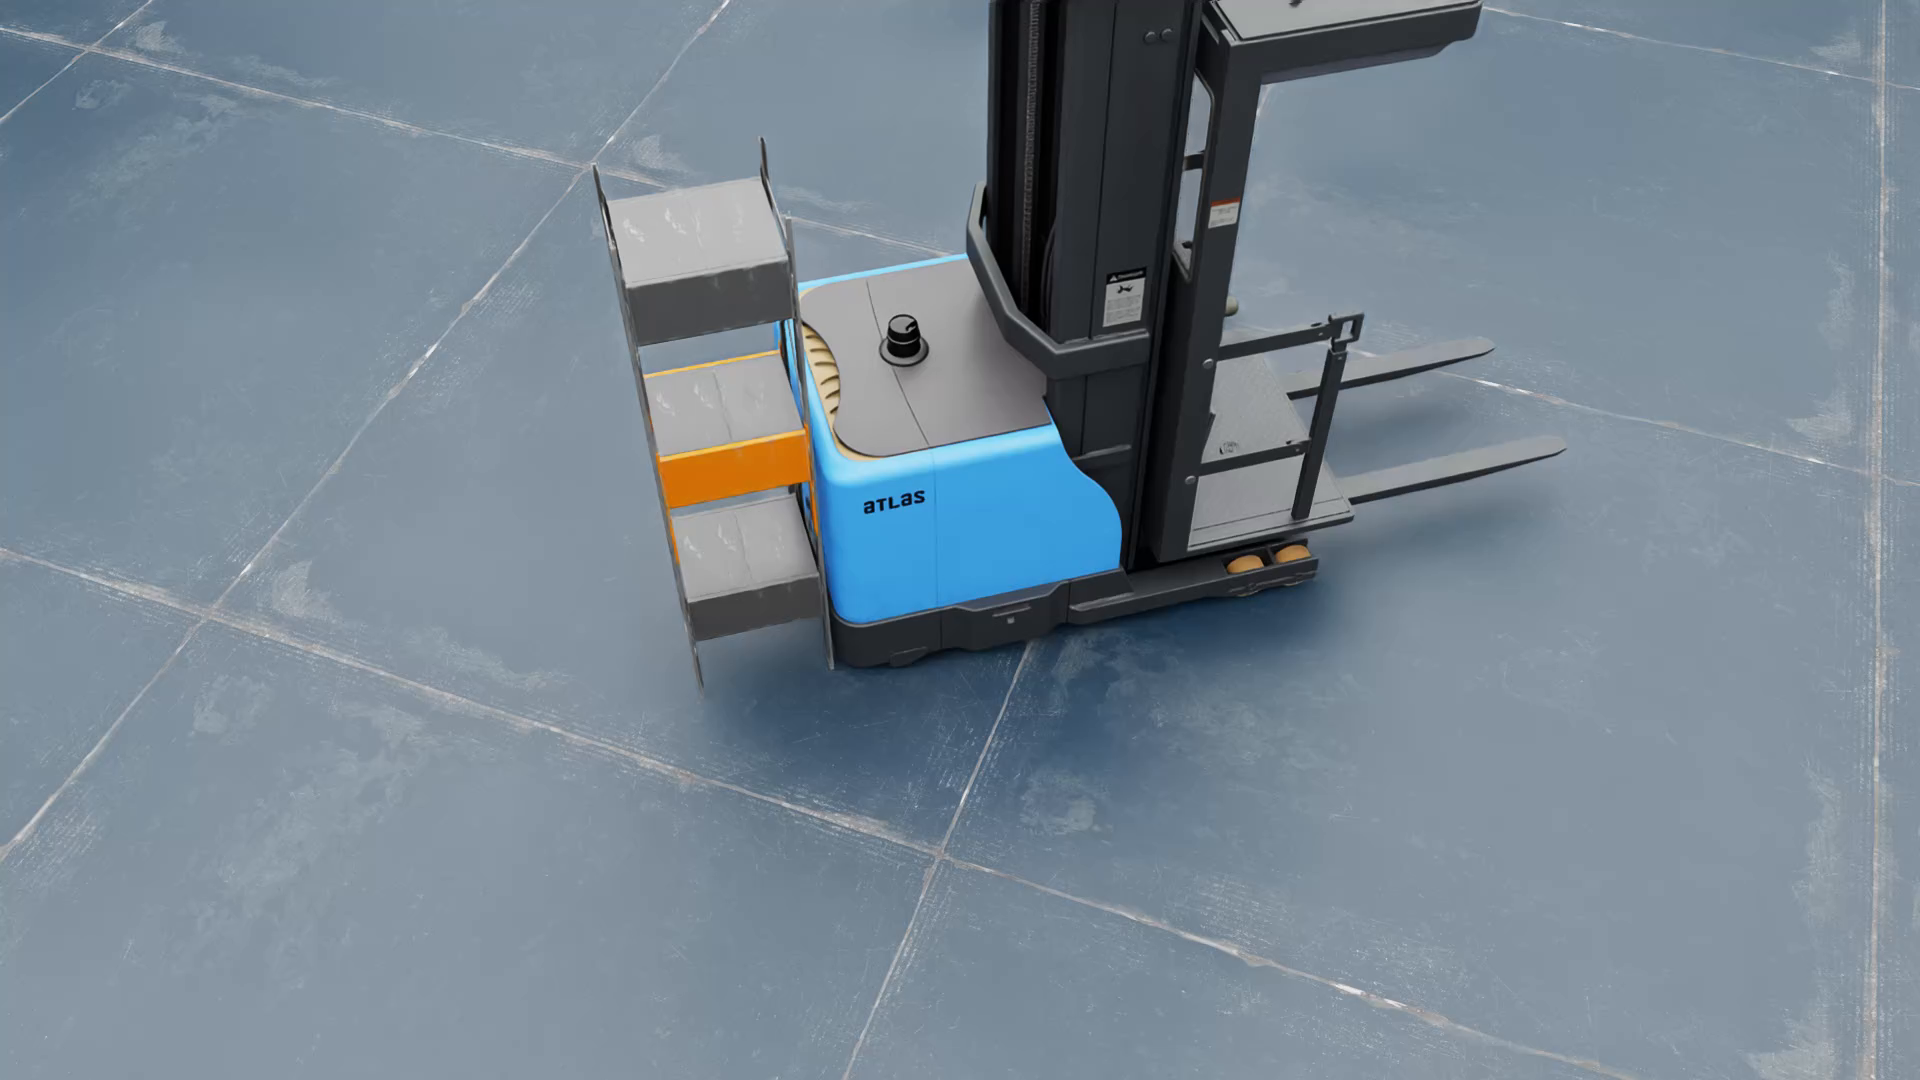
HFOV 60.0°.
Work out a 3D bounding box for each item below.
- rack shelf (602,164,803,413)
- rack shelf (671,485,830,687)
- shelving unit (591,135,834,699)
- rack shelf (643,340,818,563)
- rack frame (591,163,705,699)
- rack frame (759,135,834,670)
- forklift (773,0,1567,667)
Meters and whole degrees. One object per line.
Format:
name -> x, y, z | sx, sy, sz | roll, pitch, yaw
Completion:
rack shelf -> -0.764, -0.749, 4.968 | 0.480, 0.518, 0.431 | -12, 50, -10
rack shelf -> -0.764, 0.168, 6.026 | 0.480, 0.518, 0.431 | -12, 50, -10
shelving unit -> -0.764, -0.299, 5.486 | 0.503, 2.100, 0.431 | -12, 50, -10
rack shelf -> -0.764, -0.290, 5.497 | 0.480, 0.518, 0.431 | -12, 50, -10
rack frame -> -0.999, -0.249, 5.443 | 0.015, 2.100, 0.400 | -12, 50, -10
rack frame -> -0.529, -0.349, 5.530 | 0.015, 2.100, 0.400 | -12, 50, -10
forklift -> 0.882, -1.118, 5.646 | 3.031, 2.935, 1.130 | -12, 50, -10
